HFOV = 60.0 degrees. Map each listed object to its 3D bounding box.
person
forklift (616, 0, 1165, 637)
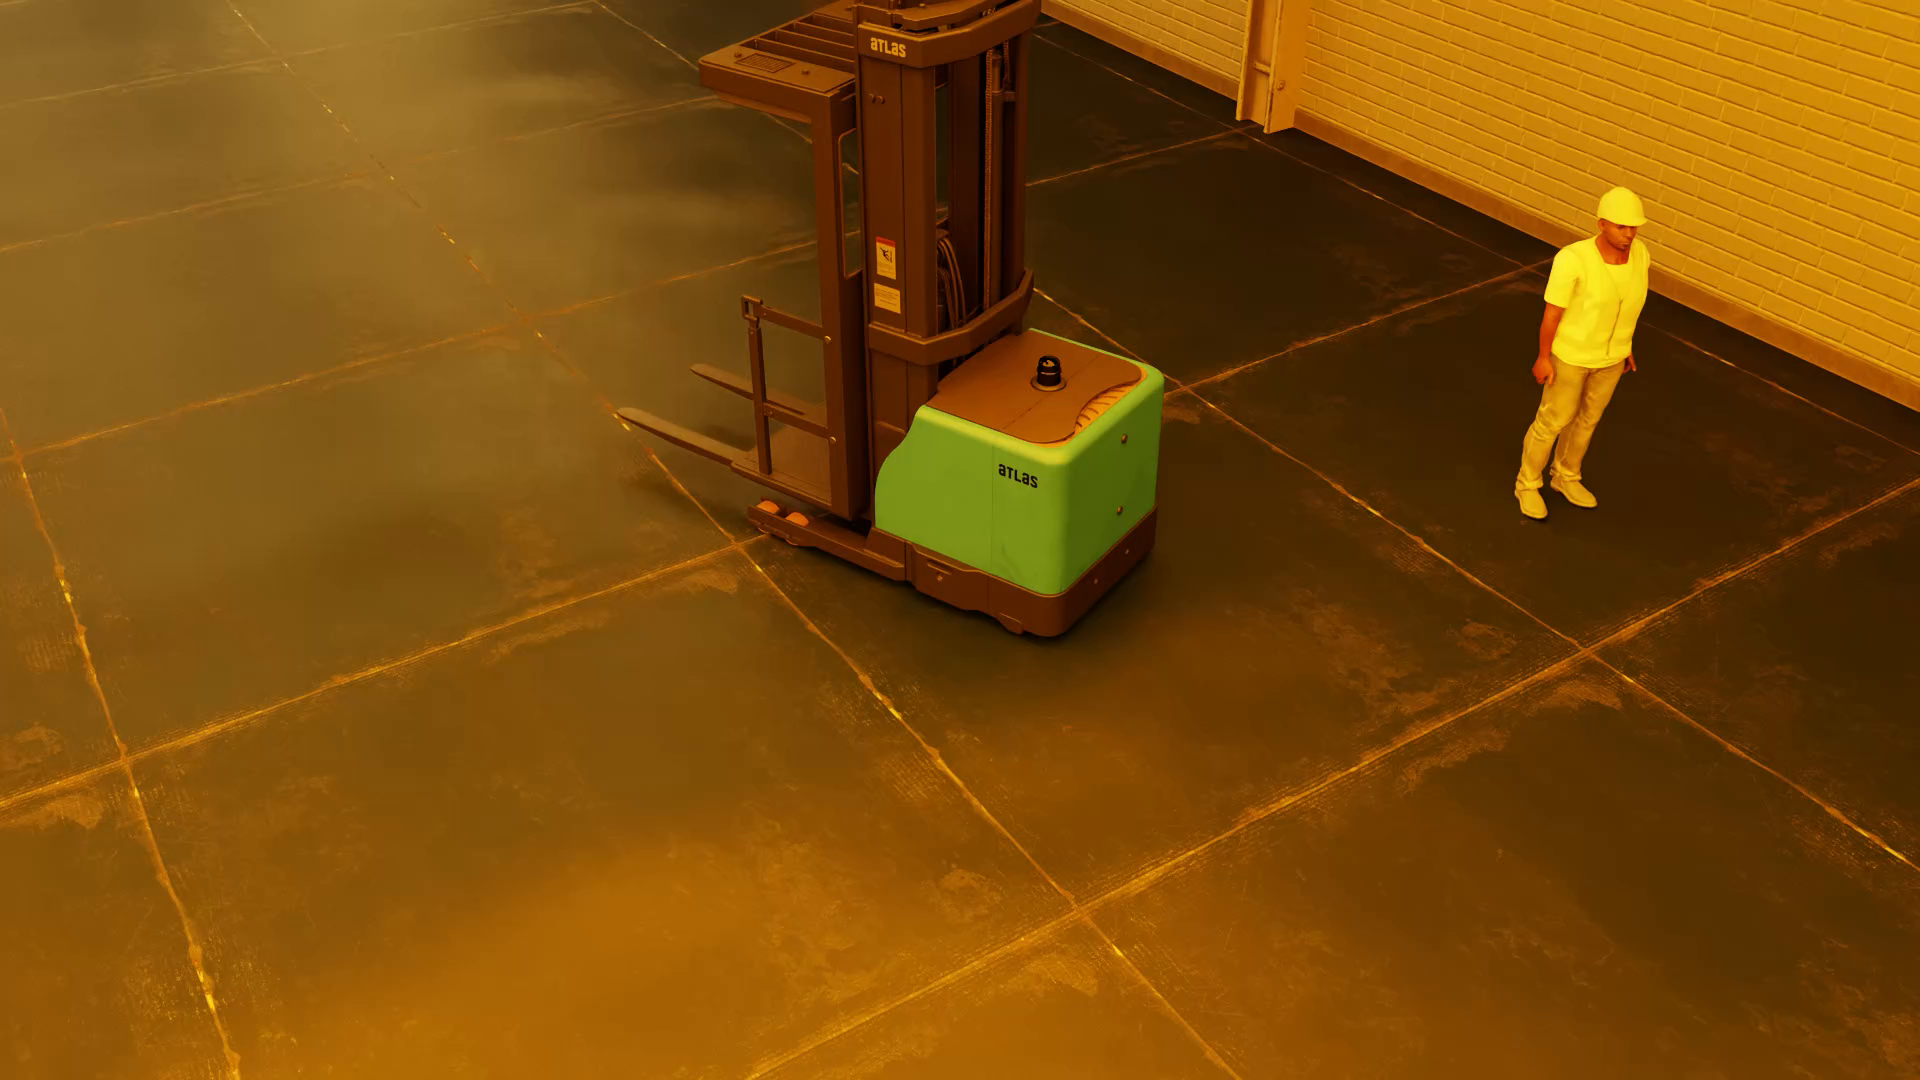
[{"bbox_3d":[3.218,-0.949,8.510,0.569,1.771,0.369,-10,36,-14],"label":"person"},{"bbox_3d":[-0.500,-1.399,8.138,3.031,2.935,1.130,22,41,28],"label":"forklift"}]
